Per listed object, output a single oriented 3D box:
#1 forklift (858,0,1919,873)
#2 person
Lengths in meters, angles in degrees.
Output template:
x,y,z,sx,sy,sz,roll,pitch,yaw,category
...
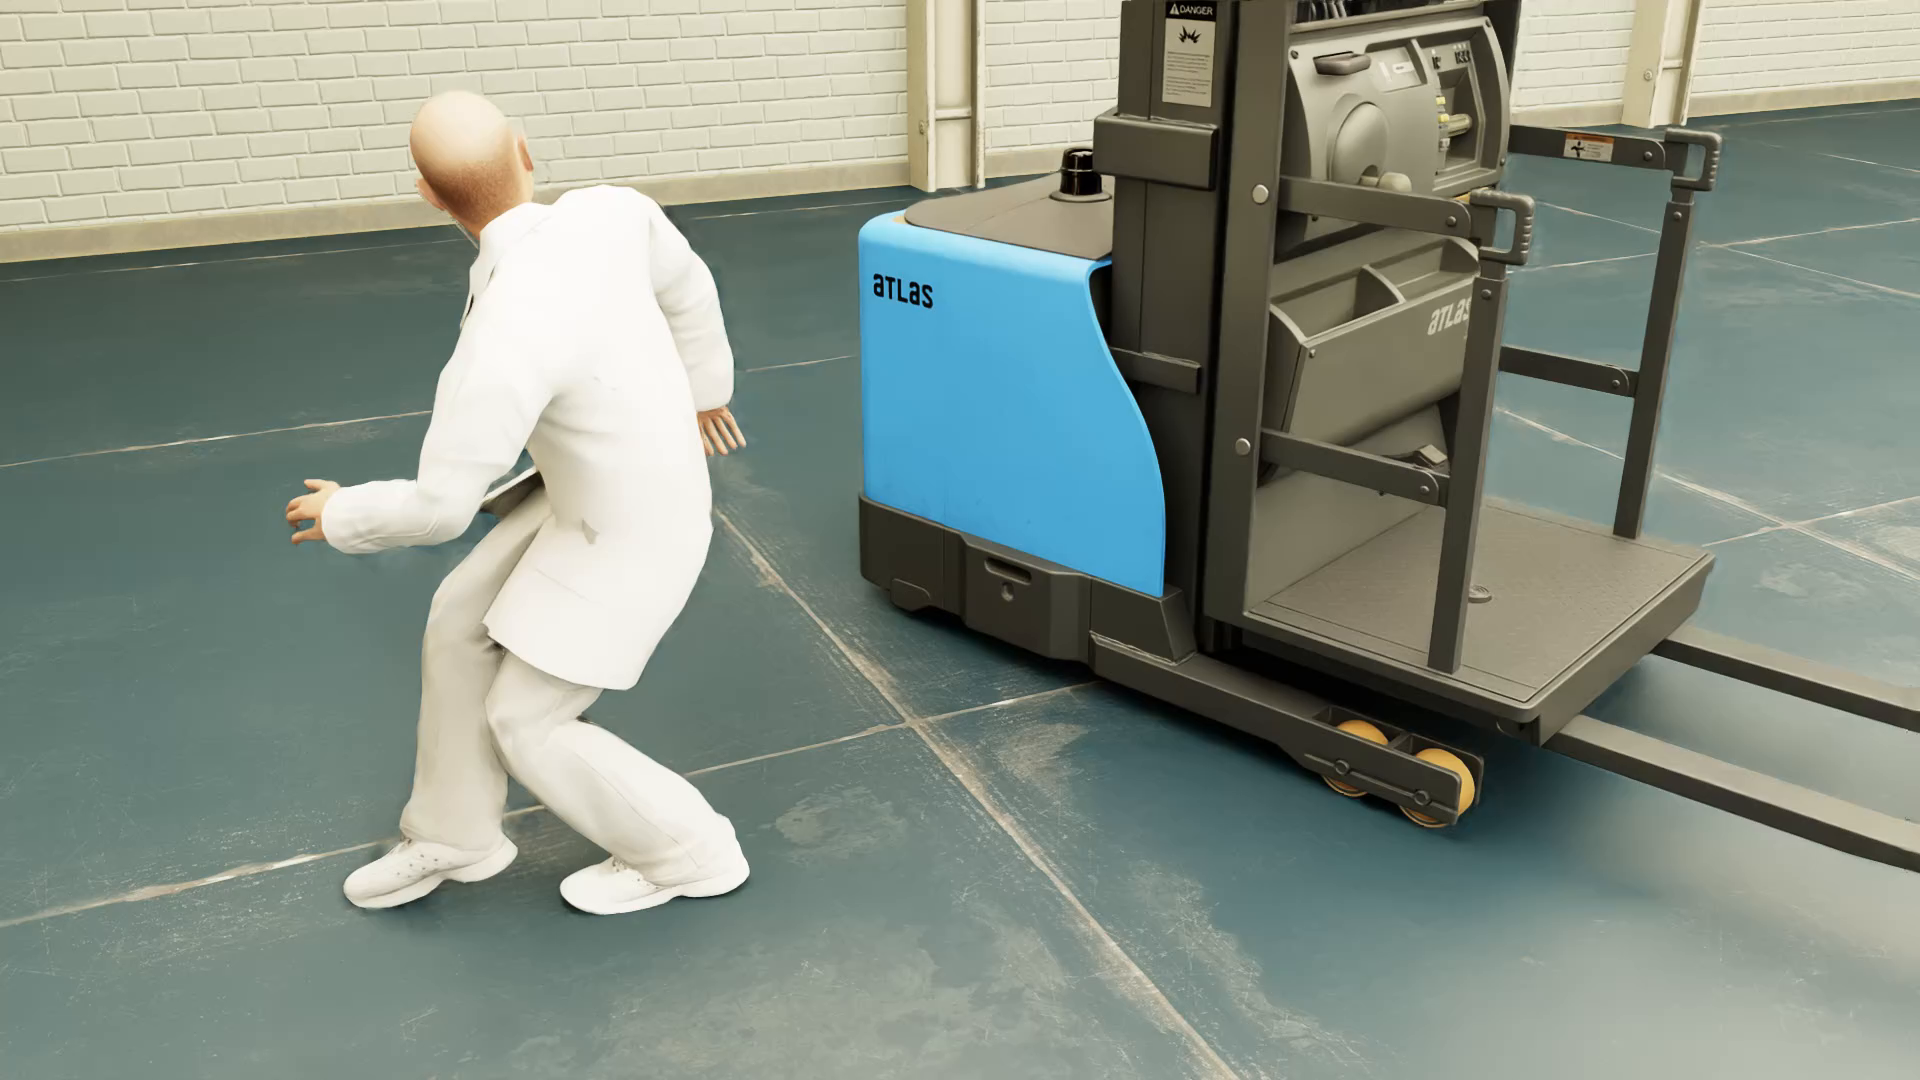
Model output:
x,y,z,sx,sy,sz,roll,pitch,yaw,category
1.152,-0.958,3.591,3.031,2.935,1.130,19,29,38,forklift
-0.842,-0.052,3.189,0.828,1.599,0.804,-2,23,-4,person
